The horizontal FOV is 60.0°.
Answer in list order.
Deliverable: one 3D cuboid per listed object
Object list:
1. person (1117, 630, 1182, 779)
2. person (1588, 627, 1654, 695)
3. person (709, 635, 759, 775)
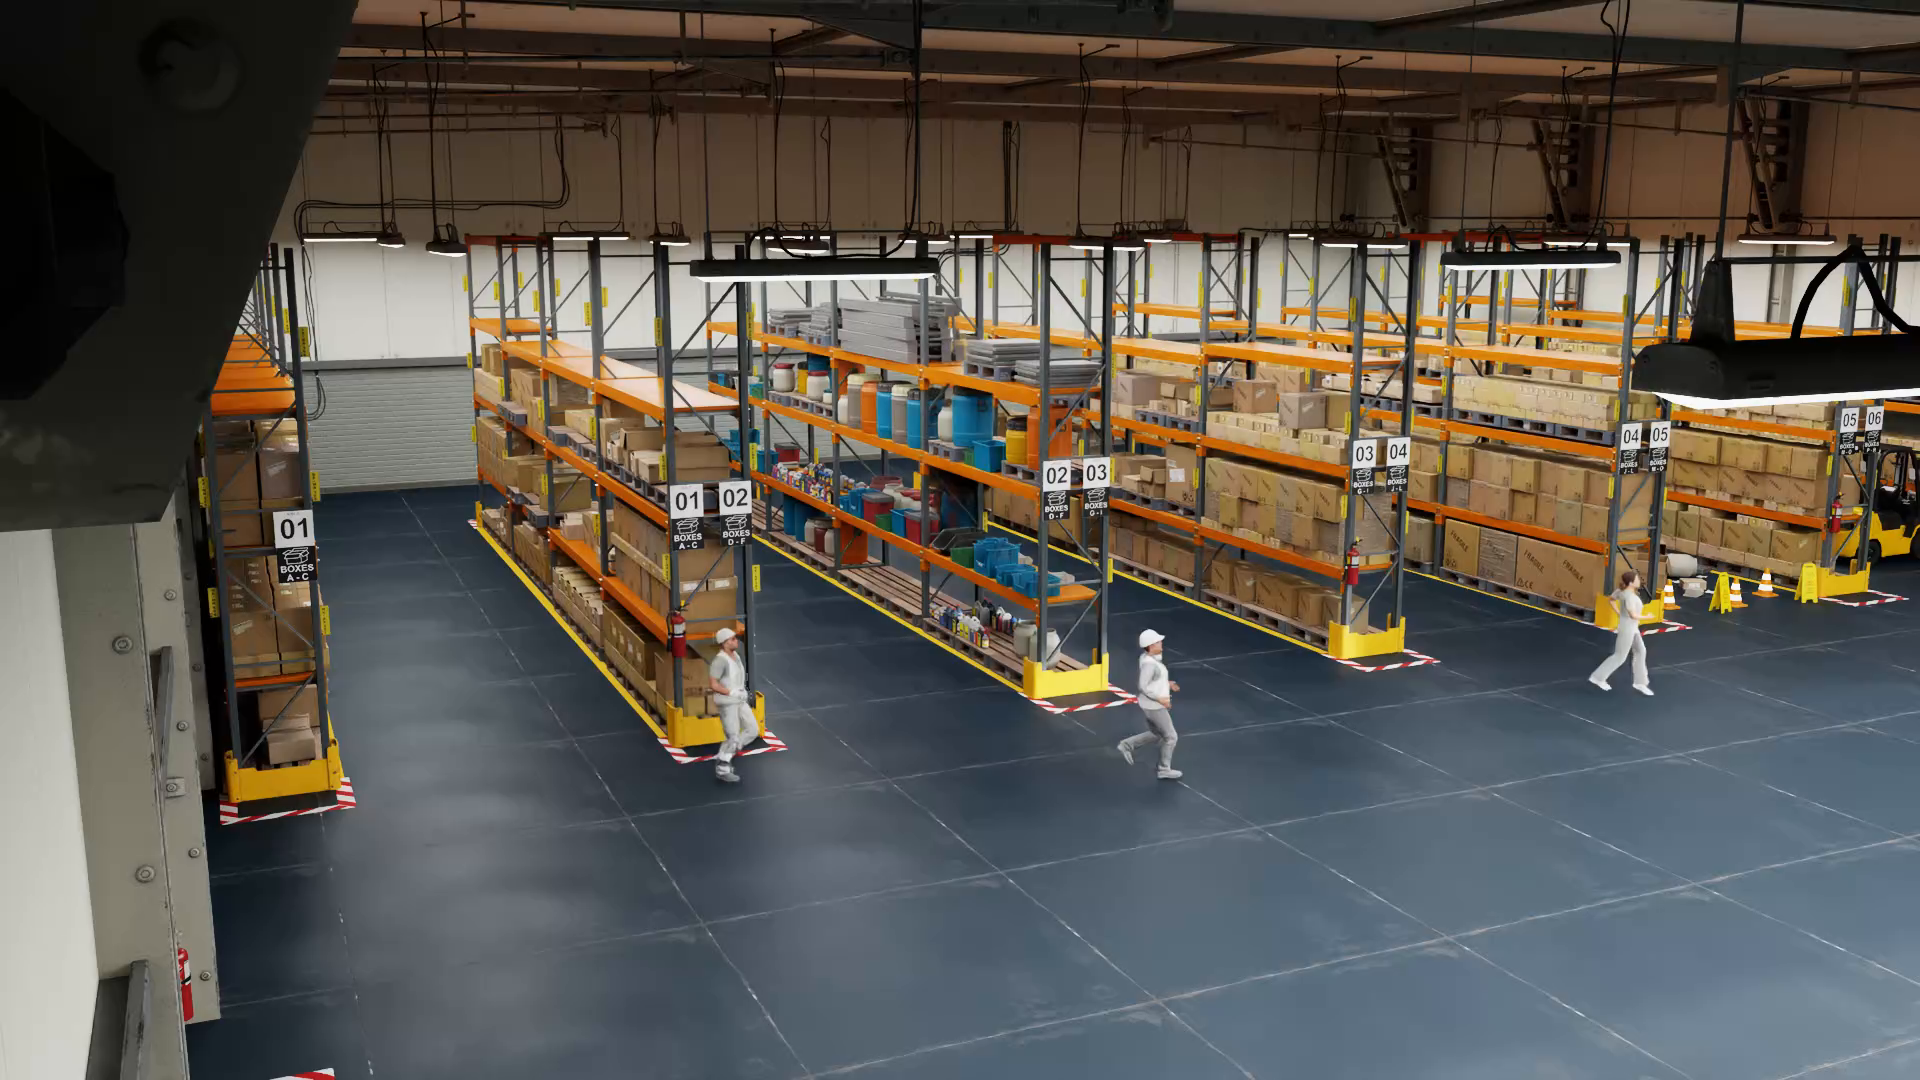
[{"bbox_3d":[2.174,1.870,18.949,0.753,1.732,0.666,1,11,4],"label":"person"},{"bbox_3d":[8.928,1.450,22.353,0.853,1.303,0.349,3,11,16],"label":"person"},{"bbox_3d":[-2.568,1.869,18.914,0.518,1.620,0.680,3,11,17],"label":"person"}]
